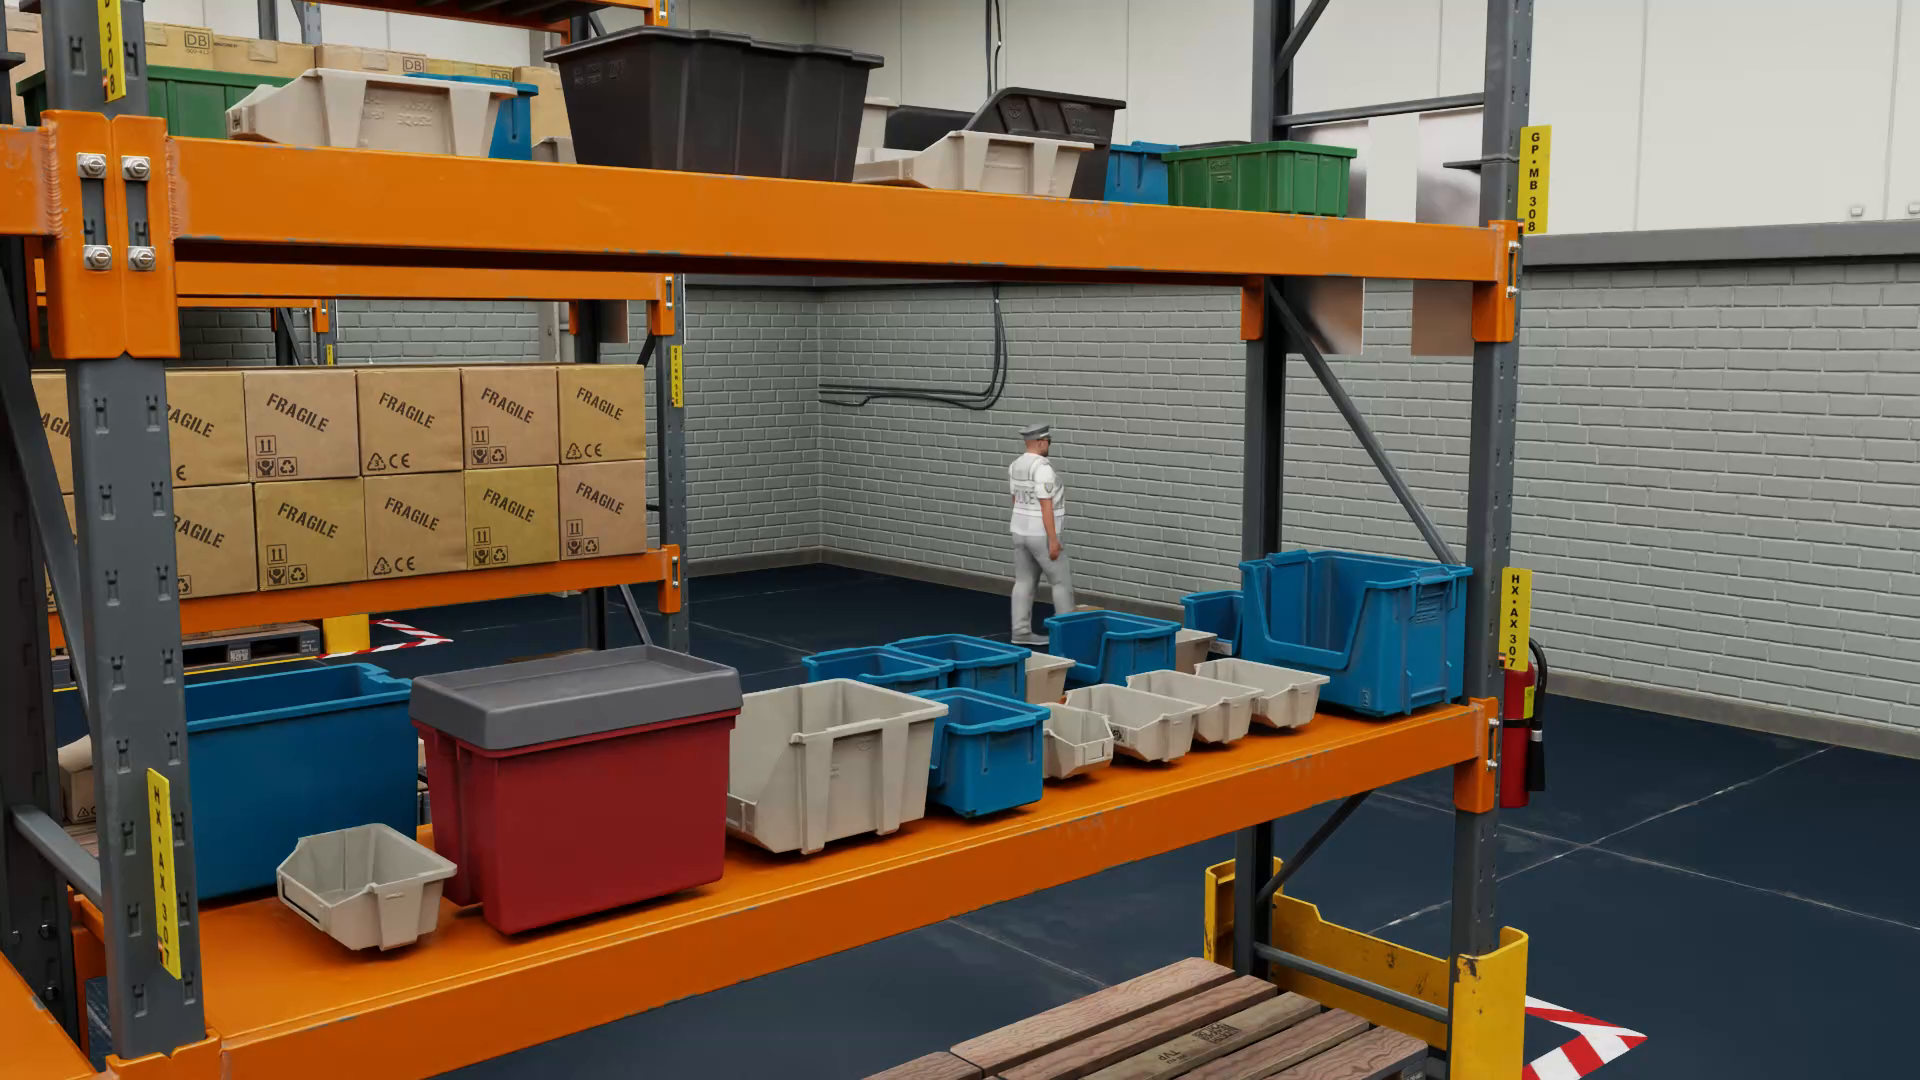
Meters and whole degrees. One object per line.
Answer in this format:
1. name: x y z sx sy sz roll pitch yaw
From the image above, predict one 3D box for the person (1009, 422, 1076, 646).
1. person: 0.725 -0.051 13.058 0.655 1.759 0.544 -5 9 -32
